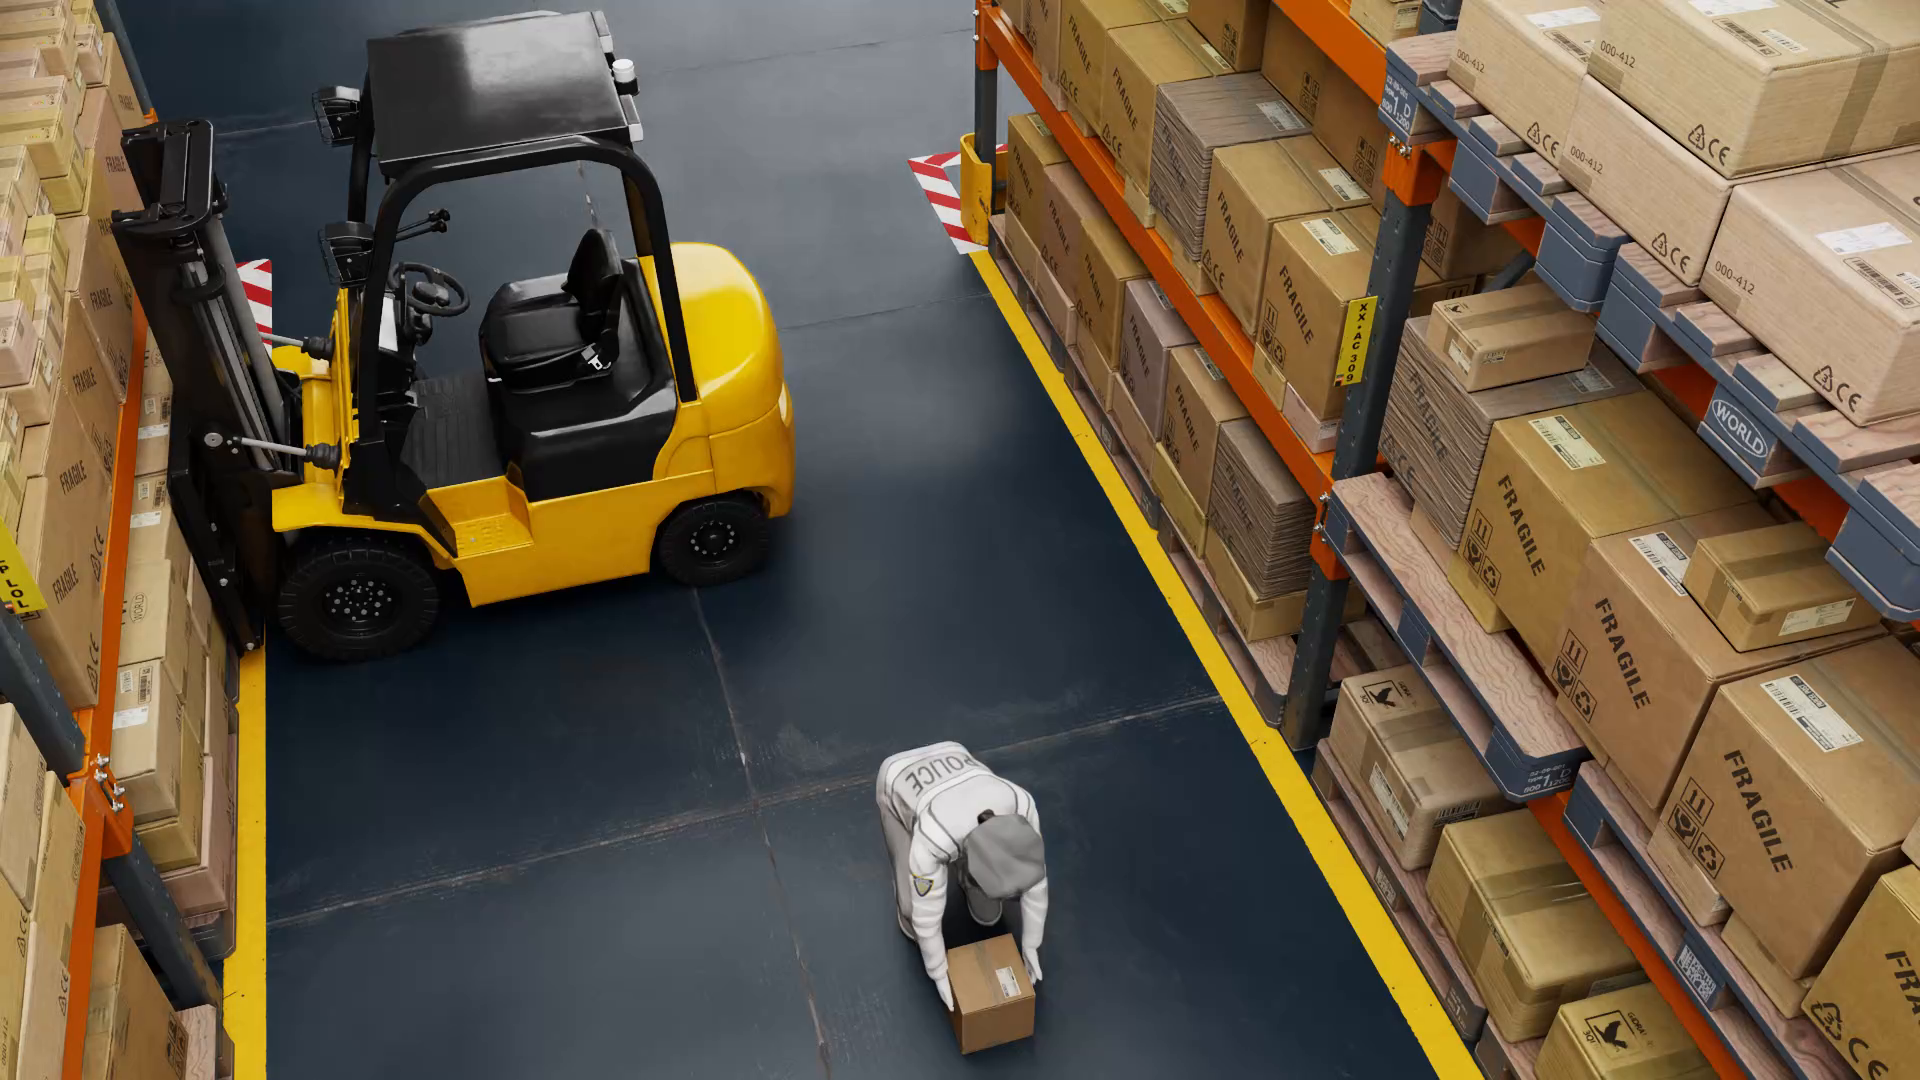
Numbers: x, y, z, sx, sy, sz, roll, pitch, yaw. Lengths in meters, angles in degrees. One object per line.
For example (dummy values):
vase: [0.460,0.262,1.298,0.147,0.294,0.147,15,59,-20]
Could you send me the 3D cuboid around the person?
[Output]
person: [-0.035,0.718,5.361,0.457,1.690,0.539,-12,44,-12]
